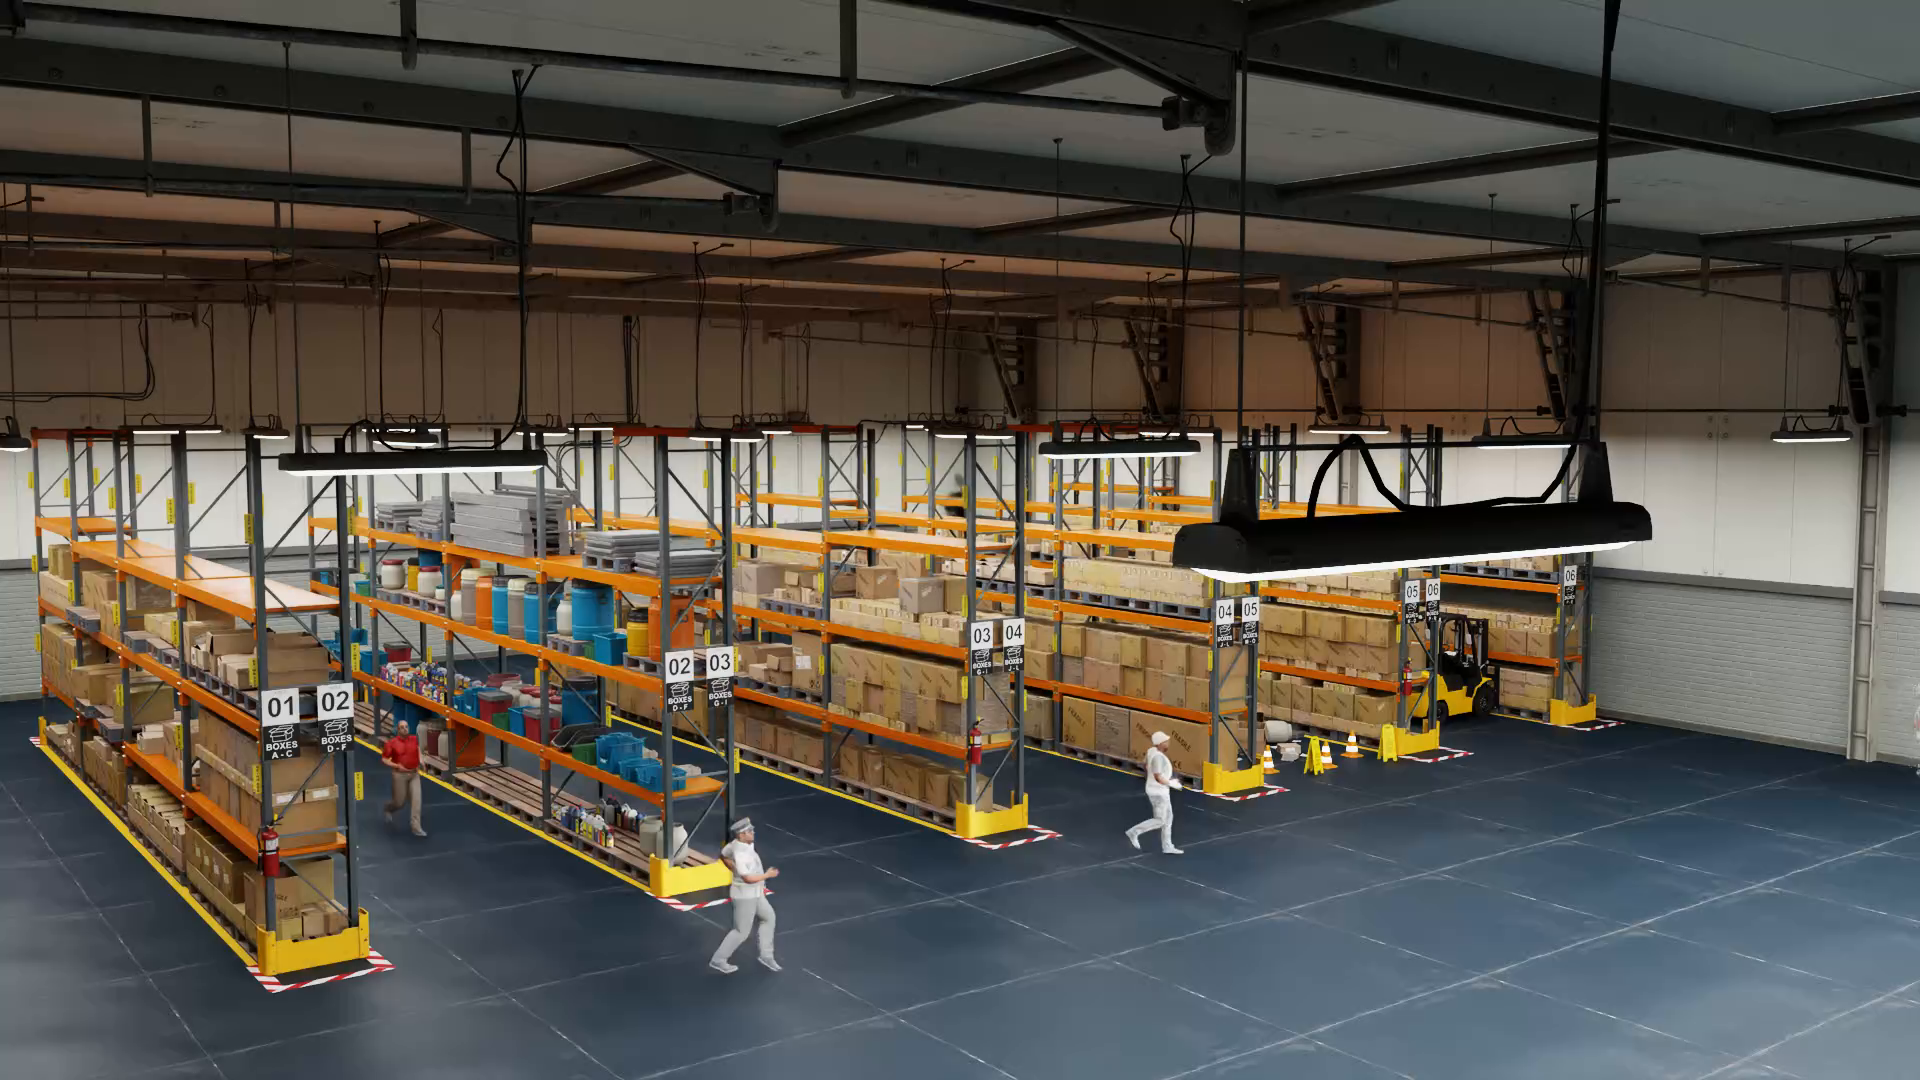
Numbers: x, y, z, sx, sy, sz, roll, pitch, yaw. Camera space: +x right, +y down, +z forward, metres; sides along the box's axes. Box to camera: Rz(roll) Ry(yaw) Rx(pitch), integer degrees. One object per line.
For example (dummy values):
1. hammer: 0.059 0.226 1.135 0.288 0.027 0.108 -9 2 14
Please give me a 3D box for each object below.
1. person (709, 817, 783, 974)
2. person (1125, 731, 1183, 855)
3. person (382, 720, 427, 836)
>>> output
1. person: -2.401 4.004 18.646 0.822 1.830 0.670 0 4 -6
2. person: 2.767 3.604 23.671 0.855 1.778 0.689 0 4 -1
3. person: -8.266 3.530 24.814 0.678 1.693 0.992 -4 6 -45
